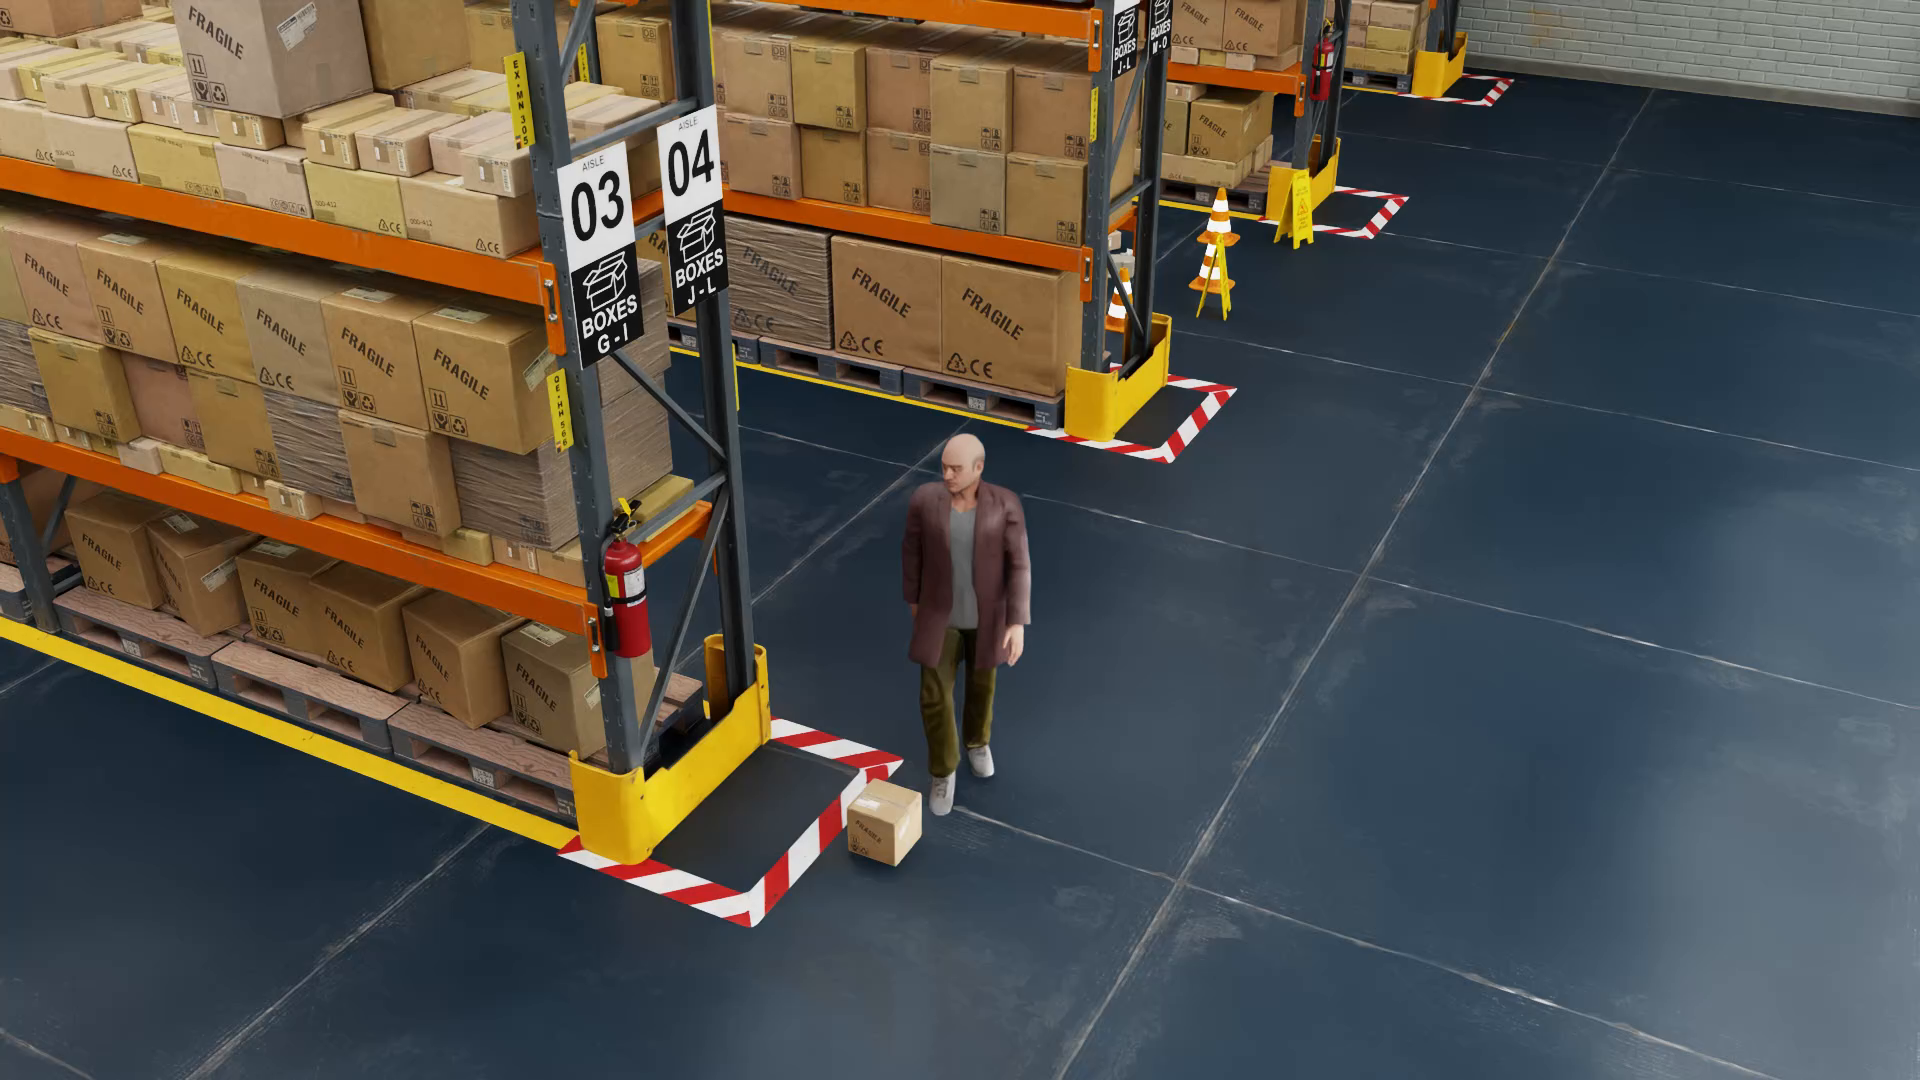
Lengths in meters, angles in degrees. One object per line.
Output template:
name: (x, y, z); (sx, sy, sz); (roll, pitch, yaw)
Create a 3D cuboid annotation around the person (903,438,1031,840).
person: (0.015, 0.421, 7.569); (0.601, 1.792, 0.812); (3, 30, 4)
